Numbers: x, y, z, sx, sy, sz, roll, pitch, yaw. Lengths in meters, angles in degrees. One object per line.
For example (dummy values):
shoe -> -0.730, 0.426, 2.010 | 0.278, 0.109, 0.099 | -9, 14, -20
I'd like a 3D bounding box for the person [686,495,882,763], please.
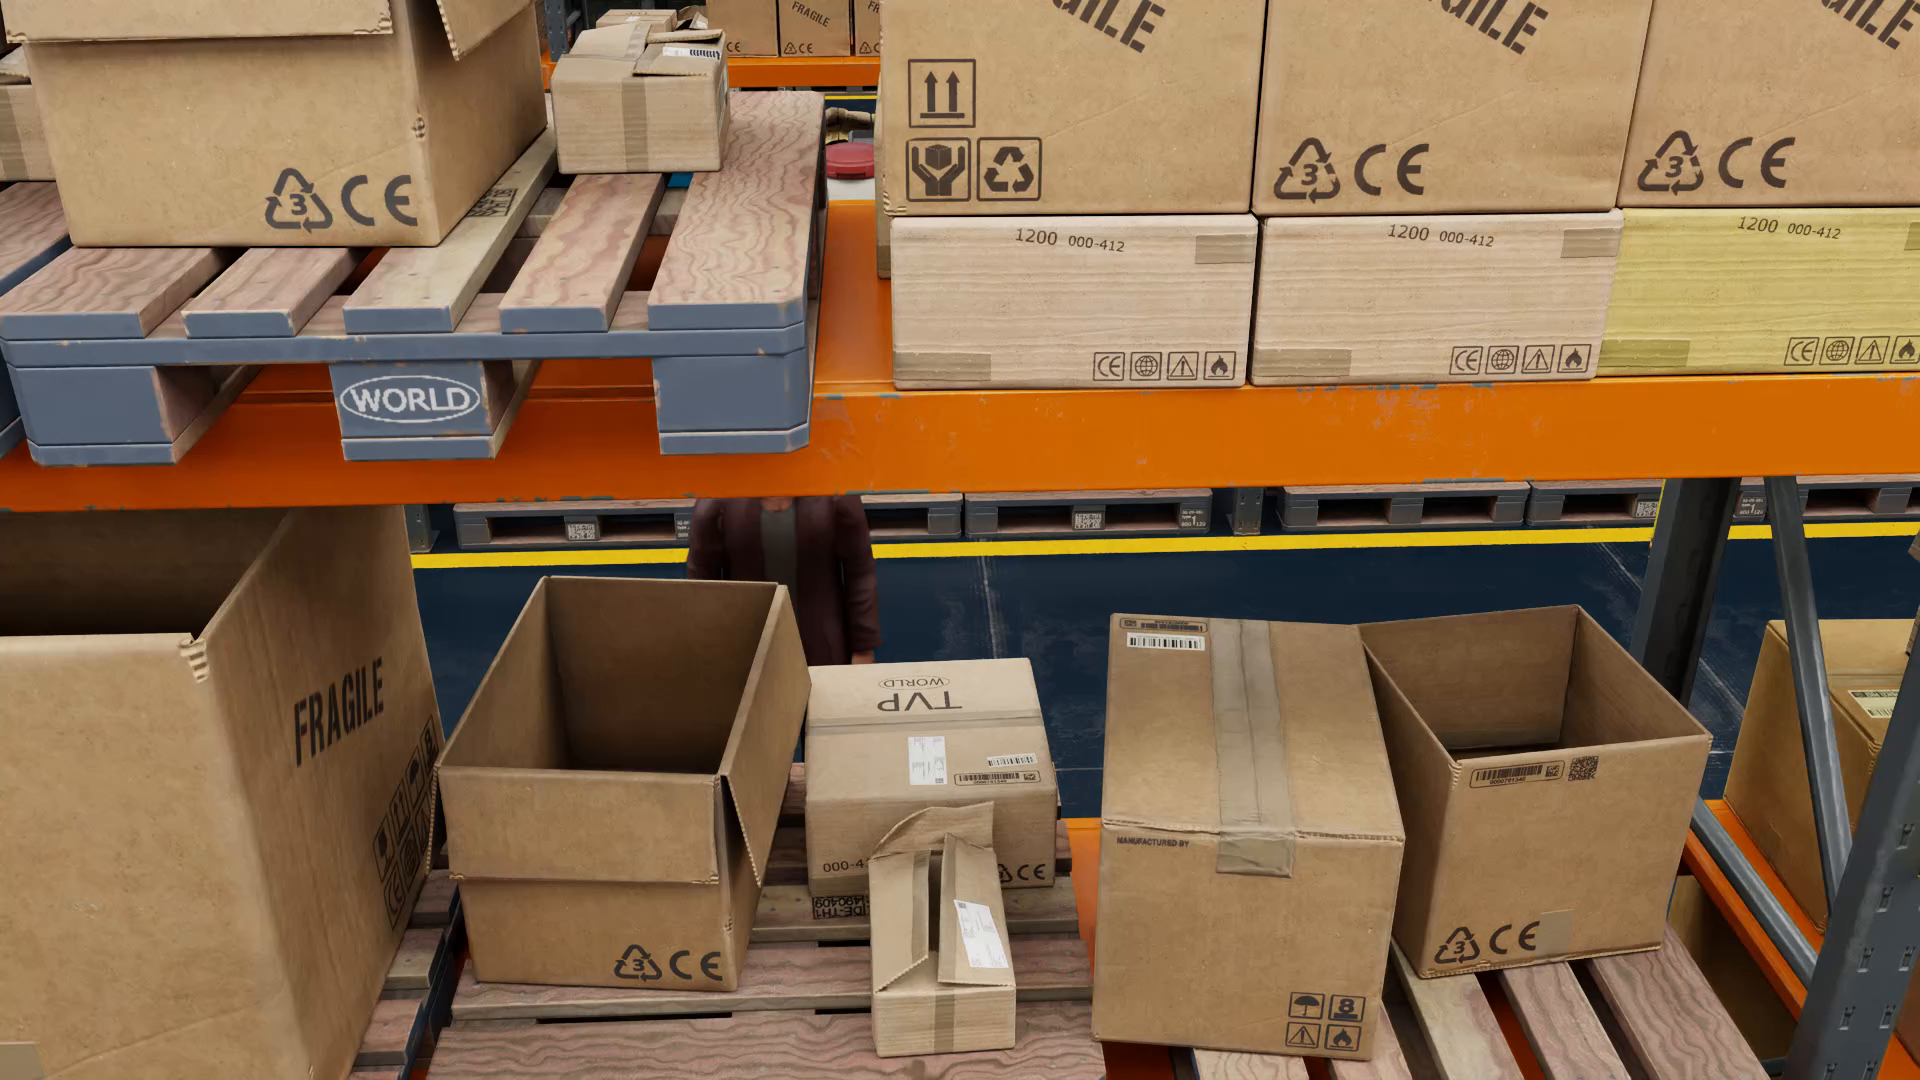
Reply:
person -> -0.575, 0.358, 5.437 | 0.643, 1.774, 0.420 | -1, 27, -3
